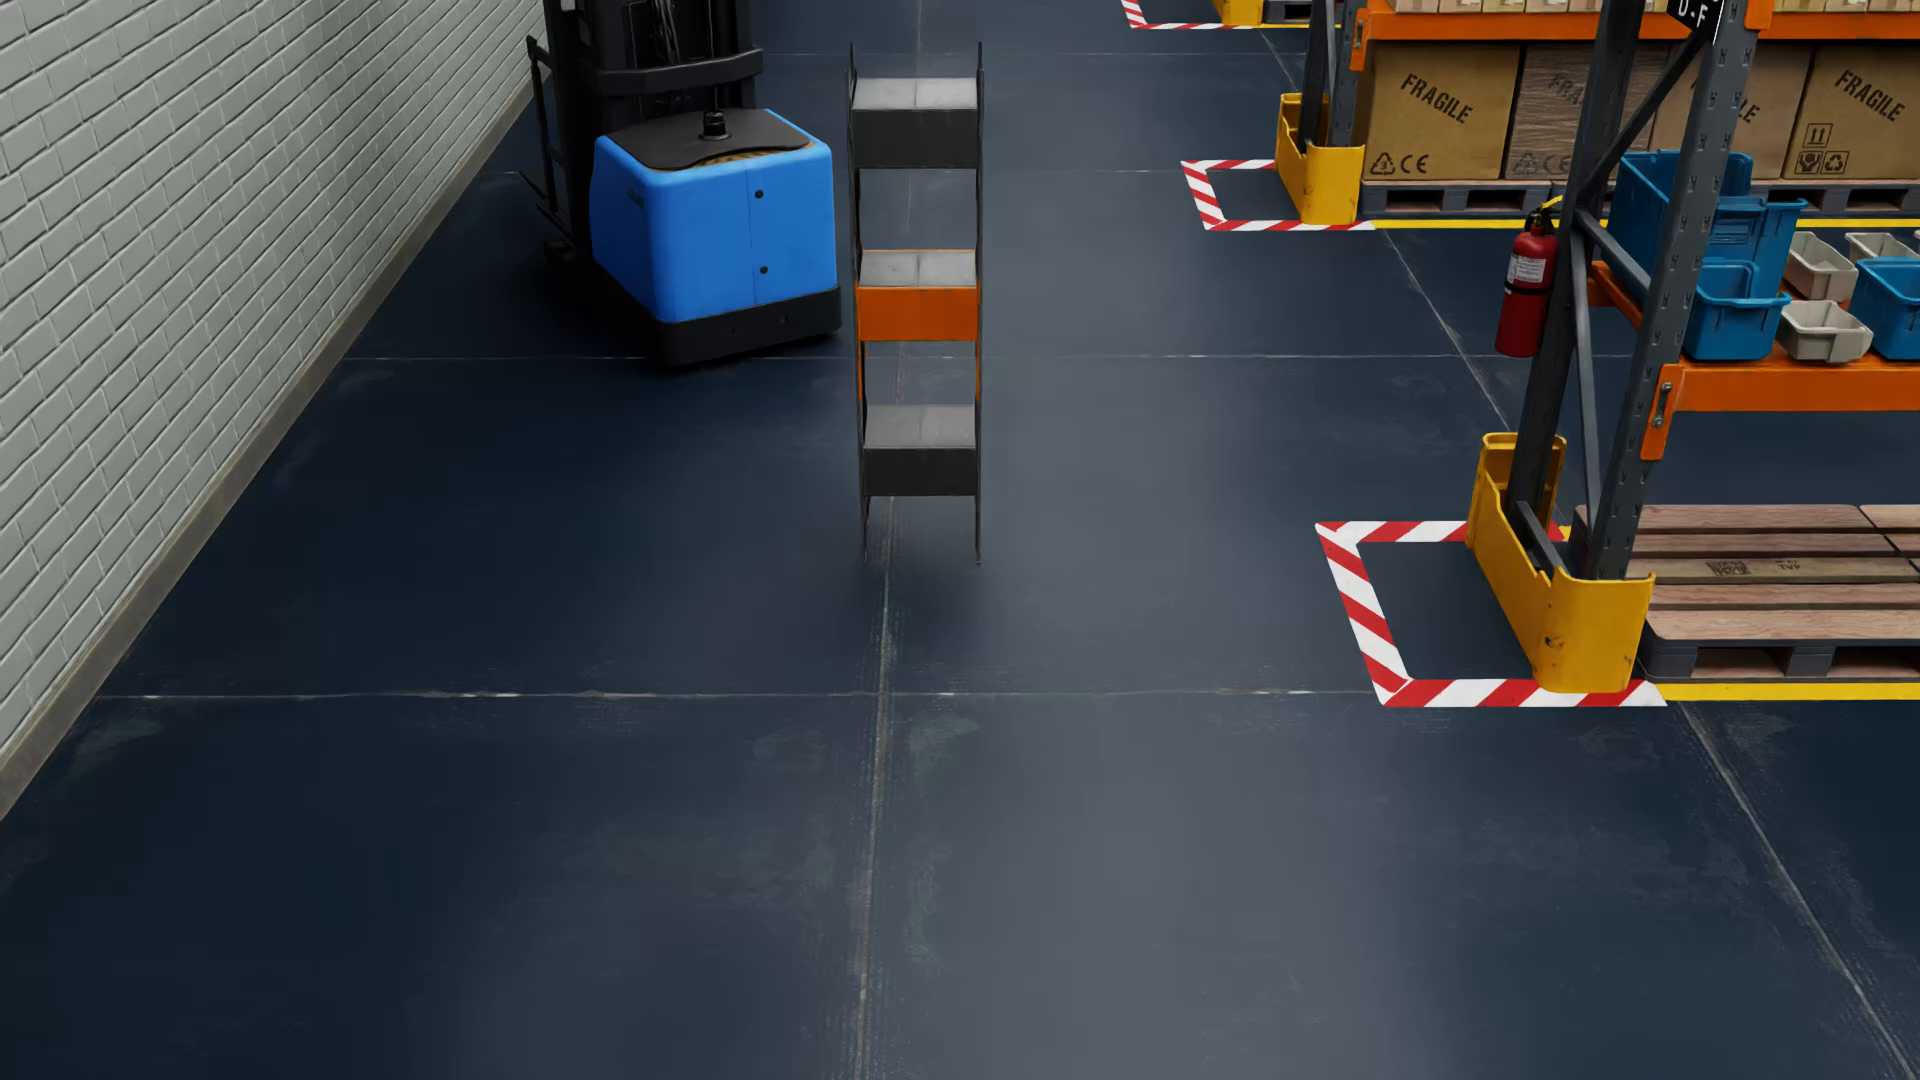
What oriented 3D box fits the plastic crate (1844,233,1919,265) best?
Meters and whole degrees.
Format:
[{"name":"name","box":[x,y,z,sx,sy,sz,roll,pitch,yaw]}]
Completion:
[{"name":"plastic crate","box":[3.500,-1.015,6.228,0.243,0.136,0.396,0,31,0]}]

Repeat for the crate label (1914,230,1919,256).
[{"name":"crate label","box":[3.778,-1.029,6.250,0.243,0.136,0.396,0,31,0]}]

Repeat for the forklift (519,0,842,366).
[{"name":"forklift","box":[-1.816,-2.884,9.178,1.130,2.935,3.031,-17,35,-25]}]

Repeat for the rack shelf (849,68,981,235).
[{"name":"rack shelf","box":[-0.166,-1.484,6.348,0.480,0.518,0.431,0,31,0]}]

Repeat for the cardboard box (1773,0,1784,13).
[{"name":"cardboard box","box":[4.778,-3.312,10.058,0.250,0.149,0.380,-1,31,-1]}]

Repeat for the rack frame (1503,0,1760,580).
[{"name":"rack frame","box":[2.396,-1.012,6.027,0.127,3.000,1.000,0,31,0]}]

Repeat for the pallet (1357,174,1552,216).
[{"name":"pallet","box":[3.165,-2.432,11.056,1.213,0.211,1.003,0,31,0]}]

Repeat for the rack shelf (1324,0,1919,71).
[{"name":"rack shelf","box":[4.366,-3.280,10.458,4.000,0.370,1.077,0,31,0]}]

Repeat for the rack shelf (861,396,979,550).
[{"name":"rack shelf","box":[-0.166,-0.287,7.075,0.480,0.518,0.431,0,31,0]}]

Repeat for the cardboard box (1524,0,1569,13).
[{"name":"cardboard box","box":[3.496,-3.308,10.053,0.250,0.149,0.380,-1,31,-1]}]

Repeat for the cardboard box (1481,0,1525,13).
[{"name":"cardboard box","box":[3.235,-3.307,10.050,0.250,0.149,0.380,-1,31,-1]}]

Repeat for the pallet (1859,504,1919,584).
[{"name":"pallet","box":[4.437,0.195,6.725,1.213,0.211,1.003,0,31,0]}]

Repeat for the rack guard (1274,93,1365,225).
[{"name":"rack guard","box":[2.342,-2.513,10.910,0.348,0.500,1.175,0,31,0]}]

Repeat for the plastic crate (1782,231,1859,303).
[{"name":"plastic crate","box":[3.210,-1.022,6.239,0.243,0.136,0.396,0,31,0]}]

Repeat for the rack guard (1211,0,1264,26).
[{"name":"rack guard","box":[2.513,-5.086,15.151,0.348,0.500,1.175,0,31,0]}]

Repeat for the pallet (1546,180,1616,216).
[{"name":"pallet","box":[4.382,-2.435,11.059,1.213,0.211,1.003,0,31,0]}]

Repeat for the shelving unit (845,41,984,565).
[{"name":"shelving unit","box":[-0.166,-0.897,6.704,0.503,2.100,0.431,0,31,0]}]

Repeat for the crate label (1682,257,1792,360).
[{"name":"crate label","box":[2.644,-0.796,5.774,0.303,0.233,0.416,0,31,0]}]

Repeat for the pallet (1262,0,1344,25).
[{"name":"pallet","box":[3.325,-4.947,15.200,1.213,0.211,1.003,0,31,0]}]

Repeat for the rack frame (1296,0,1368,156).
[{"name":"rack frame","box":[2.366,-3.582,10.261,0.127,3.000,1.000,0,31,0]}]

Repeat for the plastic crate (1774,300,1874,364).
[{"name":"plastic crate","box":[2.966,-0.713,5.730,0.298,0.136,0.250,0,31,0]}]

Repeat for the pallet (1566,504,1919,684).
[{"name":"pallet","box":[3.220,0.197,6.721,1.213,0.211,1.003,0,31,0]}]

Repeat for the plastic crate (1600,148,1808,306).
[{"name":"plastic crate","box":[2.729,-1.151,6.163,0.499,0.435,0.616,0,31,0]}]

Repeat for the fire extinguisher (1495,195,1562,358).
[{"name":"fire extinguisher","box":[2.242,-1.055,6.531,0.183,0.674,0.296,0,31,0]}]

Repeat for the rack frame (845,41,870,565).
[{"name":"rack frame","box":[-0.410,-0.896,6.703,0.015,2.100,0.400,0,31,0]}]

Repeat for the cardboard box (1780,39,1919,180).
[{"name":"cardboard box","box":[5.705,-2.905,10.789,0.875,0.875,0.875,0,31,0]}]

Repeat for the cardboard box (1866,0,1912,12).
[{"name":"cardboard box","box":[5.549,-3.314,10.063,0.250,0.149,0.380,-1,31,-1]}]

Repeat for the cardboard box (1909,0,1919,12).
[{"name":"cardboard box","box":[5.805,-3.315,10.064,0.250,0.149,0.380,0,31,1]}]

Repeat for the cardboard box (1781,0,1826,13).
[{"name":"cardboard box","box":[5.034,-3.312,10.060,0.250,0.149,0.380,0,31,1]}]

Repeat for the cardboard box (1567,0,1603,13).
[{"name":"cardboard box","box":[3.750,-3.308,10.053,0.250,0.149,0.380,-1,31,-1]}]

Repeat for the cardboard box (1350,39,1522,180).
[{"name":"cardboard box","box":[3.005,-2.896,10.775,0.875,0.875,0.875,0,31,0]}]

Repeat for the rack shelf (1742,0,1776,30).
[{"name":"rack shelf","box":[4.396,-1.993,5.446,4.000,0.370,1.077,0,31,0]}]

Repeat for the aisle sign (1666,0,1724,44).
[{"name":"aisle sign","box":[2.325,-1.969,5.098,0.004,0.787,0.394,0,31,0]}]

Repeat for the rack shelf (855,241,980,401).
[{"name":"rack shelf","box":[-0.166,-0.886,6.712,0.480,0.518,0.431,0,31,0]}]

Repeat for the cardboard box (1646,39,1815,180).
[{"name":"cardboard box","box":[4.805,-2.902,10.784,0.875,0.875,0.875,0,31,0]}]

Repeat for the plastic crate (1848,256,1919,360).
[{"name":"plastic crate","box":[3.303,-0.798,5.778,0.300,0.233,0.416,0,31,0]}]

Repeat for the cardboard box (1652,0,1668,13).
[{"name":"cardboard box","box":[4.261,-3.310,10.055,0.250,0.149,0.380,-1,31,-2]}]

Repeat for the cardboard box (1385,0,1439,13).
[{"name":"cardboard box","box":[2.723,-3.304,10.046,0.250,0.149,0.380,0,31,0]}]

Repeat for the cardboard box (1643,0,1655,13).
[{"name":"cardboard box","box":[4.008,-3.309,10.055,0.250,0.149,0.380,0,31,-1]}]

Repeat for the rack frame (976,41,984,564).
[{"name":"rack frame","box":[0.078,-0.898,6.706,0.015,2.100,0.400,0,31,0]}]

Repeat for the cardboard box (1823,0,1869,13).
[{"name":"cardboard box","box":[5.291,-3.313,10.061,0.250,0.149,0.380,0,31,1]}]

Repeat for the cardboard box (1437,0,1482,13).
[{"name":"cardboard box","box":[2.979,-3.306,10.049,0.250,0.149,0.380,-1,31,-1]}]

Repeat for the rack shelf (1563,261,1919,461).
[{"name":"rack shelf","box":[4.396,-0.711,6.224,4.000,0.370,1.077,0,31,0]}]

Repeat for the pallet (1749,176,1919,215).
[{"name":"pallet","box":[5.605,-2.440,11.068,1.213,0.211,1.003,0,31,0]}]

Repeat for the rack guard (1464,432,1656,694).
[{"name":"rack guard","box":[2.372,0.063,6.664,0.348,0.500,1.175,0,31,0]}]

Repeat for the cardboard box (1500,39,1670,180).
[{"name":"cardboard box","box":[3.915,-2.899,10.780,0.875,0.875,0.875,0,31,0]}]
